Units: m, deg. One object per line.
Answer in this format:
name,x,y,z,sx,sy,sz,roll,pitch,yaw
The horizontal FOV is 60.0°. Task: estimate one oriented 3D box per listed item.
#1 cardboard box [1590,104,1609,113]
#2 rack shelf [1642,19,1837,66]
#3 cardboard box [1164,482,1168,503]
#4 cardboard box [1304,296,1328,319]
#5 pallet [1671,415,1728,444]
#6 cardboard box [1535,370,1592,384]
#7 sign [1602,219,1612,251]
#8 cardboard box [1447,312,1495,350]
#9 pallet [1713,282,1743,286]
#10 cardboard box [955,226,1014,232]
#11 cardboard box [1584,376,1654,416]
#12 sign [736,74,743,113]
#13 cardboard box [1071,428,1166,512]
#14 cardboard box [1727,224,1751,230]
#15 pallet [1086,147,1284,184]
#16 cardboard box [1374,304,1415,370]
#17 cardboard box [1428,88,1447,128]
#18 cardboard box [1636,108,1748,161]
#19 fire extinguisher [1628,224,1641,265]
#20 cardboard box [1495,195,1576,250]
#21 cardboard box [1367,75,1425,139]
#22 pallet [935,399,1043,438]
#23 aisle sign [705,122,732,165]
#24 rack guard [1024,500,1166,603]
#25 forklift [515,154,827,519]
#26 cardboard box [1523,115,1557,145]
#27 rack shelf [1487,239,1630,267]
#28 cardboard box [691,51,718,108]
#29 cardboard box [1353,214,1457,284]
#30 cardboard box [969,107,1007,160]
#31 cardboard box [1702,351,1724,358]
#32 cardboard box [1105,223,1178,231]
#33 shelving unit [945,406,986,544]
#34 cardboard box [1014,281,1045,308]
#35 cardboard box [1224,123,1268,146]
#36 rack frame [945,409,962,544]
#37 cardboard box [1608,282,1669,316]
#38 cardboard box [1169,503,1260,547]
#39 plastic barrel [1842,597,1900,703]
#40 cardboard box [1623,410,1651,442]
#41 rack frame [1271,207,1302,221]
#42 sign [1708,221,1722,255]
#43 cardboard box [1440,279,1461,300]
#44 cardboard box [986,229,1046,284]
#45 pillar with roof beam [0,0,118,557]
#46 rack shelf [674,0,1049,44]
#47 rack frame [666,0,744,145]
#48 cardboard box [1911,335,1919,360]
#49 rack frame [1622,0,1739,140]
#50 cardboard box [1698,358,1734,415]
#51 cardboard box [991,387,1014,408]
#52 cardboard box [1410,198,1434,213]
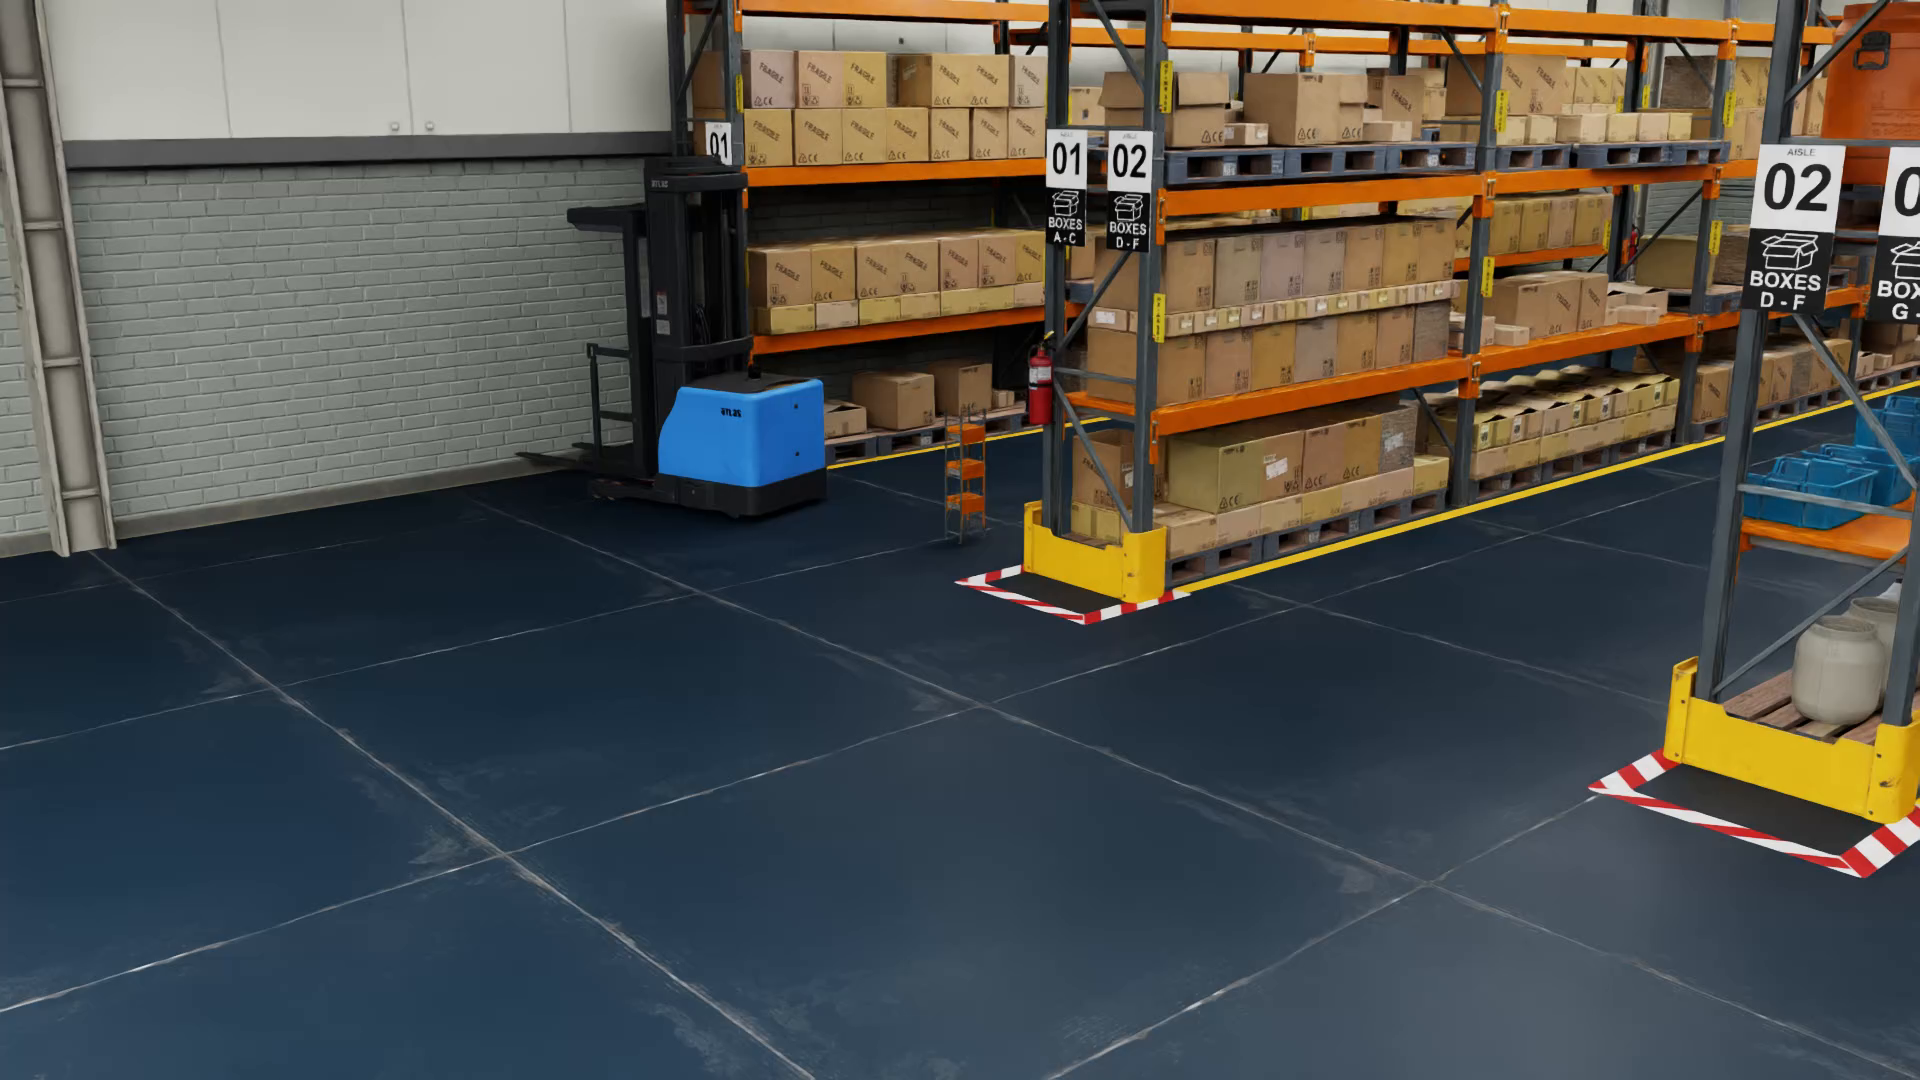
cardboard box,9.025,-6.185,24.065,0.500,0.250,0.500,-14,20,-41
rack shelf,8.523,-5.199,17.445,4.000,0.370,1.077,-13,19,-39
cardboard box,1.560,-0.257,12.915,0.500,0.250,0.500,-13,19,-39
cardboard box,2.577,-1.794,12.703,0.250,0.149,0.380,-12,19,-39
pallet,7.603,-1.275,17.613,1.213,0.211,1.003,-13,19,-39
cardboard box,6.036,-1.526,16.578,0.500,0.311,0.500,-13,20,-41
sign,6.651,-3.128,17.057,0.005,0.325,0.100,-13,19,-39
cardboard box,4.340,-1.844,14.633,0.500,0.250,0.500,-11,19,-36
pallet,8.479,-2.740,18.068,1.213,0.211,1.003,-13,19,-39
cardboard box,0.251,-3.049,17.652,0.500,0.500,0.500,-13,20,-41
cardboard box,6.393,-1.422,16.189,0.500,0.311,0.500,-13,20,-40
sign,-1.919,-3.877,14.446,0.005,0.325,0.100,-13,19,-39
cardboard box,1.189,-0.533,12.494,0.500,0.500,0.500,-13,19,-39
cardboard box,9.051,-3.266,18.657,0.500,0.500,0.700,-9,17,-31
pallet,1.530,-2.669,11.787,1.213,0.211,1.003,-13,19,-39
cardboard box,3.273,-1.706,13.632,0.500,0.500,0.700,-13,20,-40
cardboard box,6.042,-5.726,22.017,0.500,0.500,0.700,-14,20,-42
cardboard box,7.322,-4.081,16.708,0.500,0.500,0.910,-13,19,-39
fire extinguisher,10.212,-4.540,25.306,0.183,0.674,0.296,-13,19,-39
cardboard box,8.294,-4.625,24.173,0.700,0.700,0.980,-14,20,-42
cardboard box,3.444,-3.559,13.670,0.500,0.500,0.500,-11,18,-35
pallet,0.259,-1.321,17.786,1.213,0.211,1.003,-13,19,-39
aisle sign,-2.132,-3.297,14.741,0.004,0.787,0.394,-13,19,-39
rack guard,0.962,0.064,12.040,0.348,0.500,1.175,-13,19,-39
forklift,-2.672,-1.861,14.538,3.031,2.935,1.130,9,18,32
cardboard box,4.881,-3.601,14.582,0.500,0.250,0.500,14,20,42
rack shelf,8.286,-4.135,24.313,4.000,0.370,1.077,-13,19,-39
cardboard box,-2.121,-4.225,15.274,0.500,0.500,0.500,-12,19,-37
cardboard box,3.667,-2.424,13.804,0.500,0.500,0.700,-13,19,-39
cardboard box,0.134,-4.079,16.664,0.500,0.500,0.500,14,20,42
cardboard box,7.957,-1.799,18.165,0.500,0.500,0.500,-14,20,-41
cardboard box,2.051,-3.340,18.896,0.500,0.500,0.700,-10,18,-32
shelving unit,0.040,-0.516,13.148,0.252,1.050,0.215,-13,19,-39
cardboard box,0.584,-2.587,17.373,0.500,0.250,0.500,-13,19,-39
cardboard box,1.983,-2.911,11.924,0.250,0.149,0.380,-13,19,-39
rack frame,-0.052,-0.496,13.071,0.008,1.050,0.200,-13,19,-39
cardboard box,6.712,-2.406,16.619,0.500,0.311,0.500,-11,19,-36
cardboard box,1.905,-0.155,12.532,0.500,0.250,0.500,-13,19,-39
plastic barrel,5.053,0.605,9.178,0.421,0.512,0.421,0,15,0
cardboard box,6.391,-1.152,16.267,0.500,0.250,0.500,-13,20,-40
rack frame,3.760,-3.466,20.415,0.127,3.000,1.000,-13,19,-39
sign,7.382,-2.955,16.255,0.005,0.325,0.100,-13,19,-39
cardboard box,3.933,-2.099,13.845,0.250,0.149,0.380,-13,20,-39
cardboard box,0.589,-2.948,17.273,0.500,0.500,0.500,-13,20,-39
pillar with roof beam,-4.015,-3.442,8.699,0.400,9.000,9.100,-13,19,-39
rack shelf,-0.766,-4.999,15.929,4.000,0.370,1.077,-13,19,-39
rack frame,-2.275,-5.010,14.567,0.127,3.000,1.000,-13,19,-39
cardboard box,12.065,-2.447,21.073,0.500,0.250,0.500,-13,19,-39
rack frame,7.015,-5.401,16.033,0.127,3.000,1.000,-13,19,-39
cardboard box,7.937,-1.619,17.489,0.500,0.500,0.500,-14,20,-41
cardboard box,0.359,-1.536,17.826,0.380,0.166,0.250,13,20,40
cardboard box,5.816,-4.408,21.678,0.500,0.250,0.500,-12,19,-38
